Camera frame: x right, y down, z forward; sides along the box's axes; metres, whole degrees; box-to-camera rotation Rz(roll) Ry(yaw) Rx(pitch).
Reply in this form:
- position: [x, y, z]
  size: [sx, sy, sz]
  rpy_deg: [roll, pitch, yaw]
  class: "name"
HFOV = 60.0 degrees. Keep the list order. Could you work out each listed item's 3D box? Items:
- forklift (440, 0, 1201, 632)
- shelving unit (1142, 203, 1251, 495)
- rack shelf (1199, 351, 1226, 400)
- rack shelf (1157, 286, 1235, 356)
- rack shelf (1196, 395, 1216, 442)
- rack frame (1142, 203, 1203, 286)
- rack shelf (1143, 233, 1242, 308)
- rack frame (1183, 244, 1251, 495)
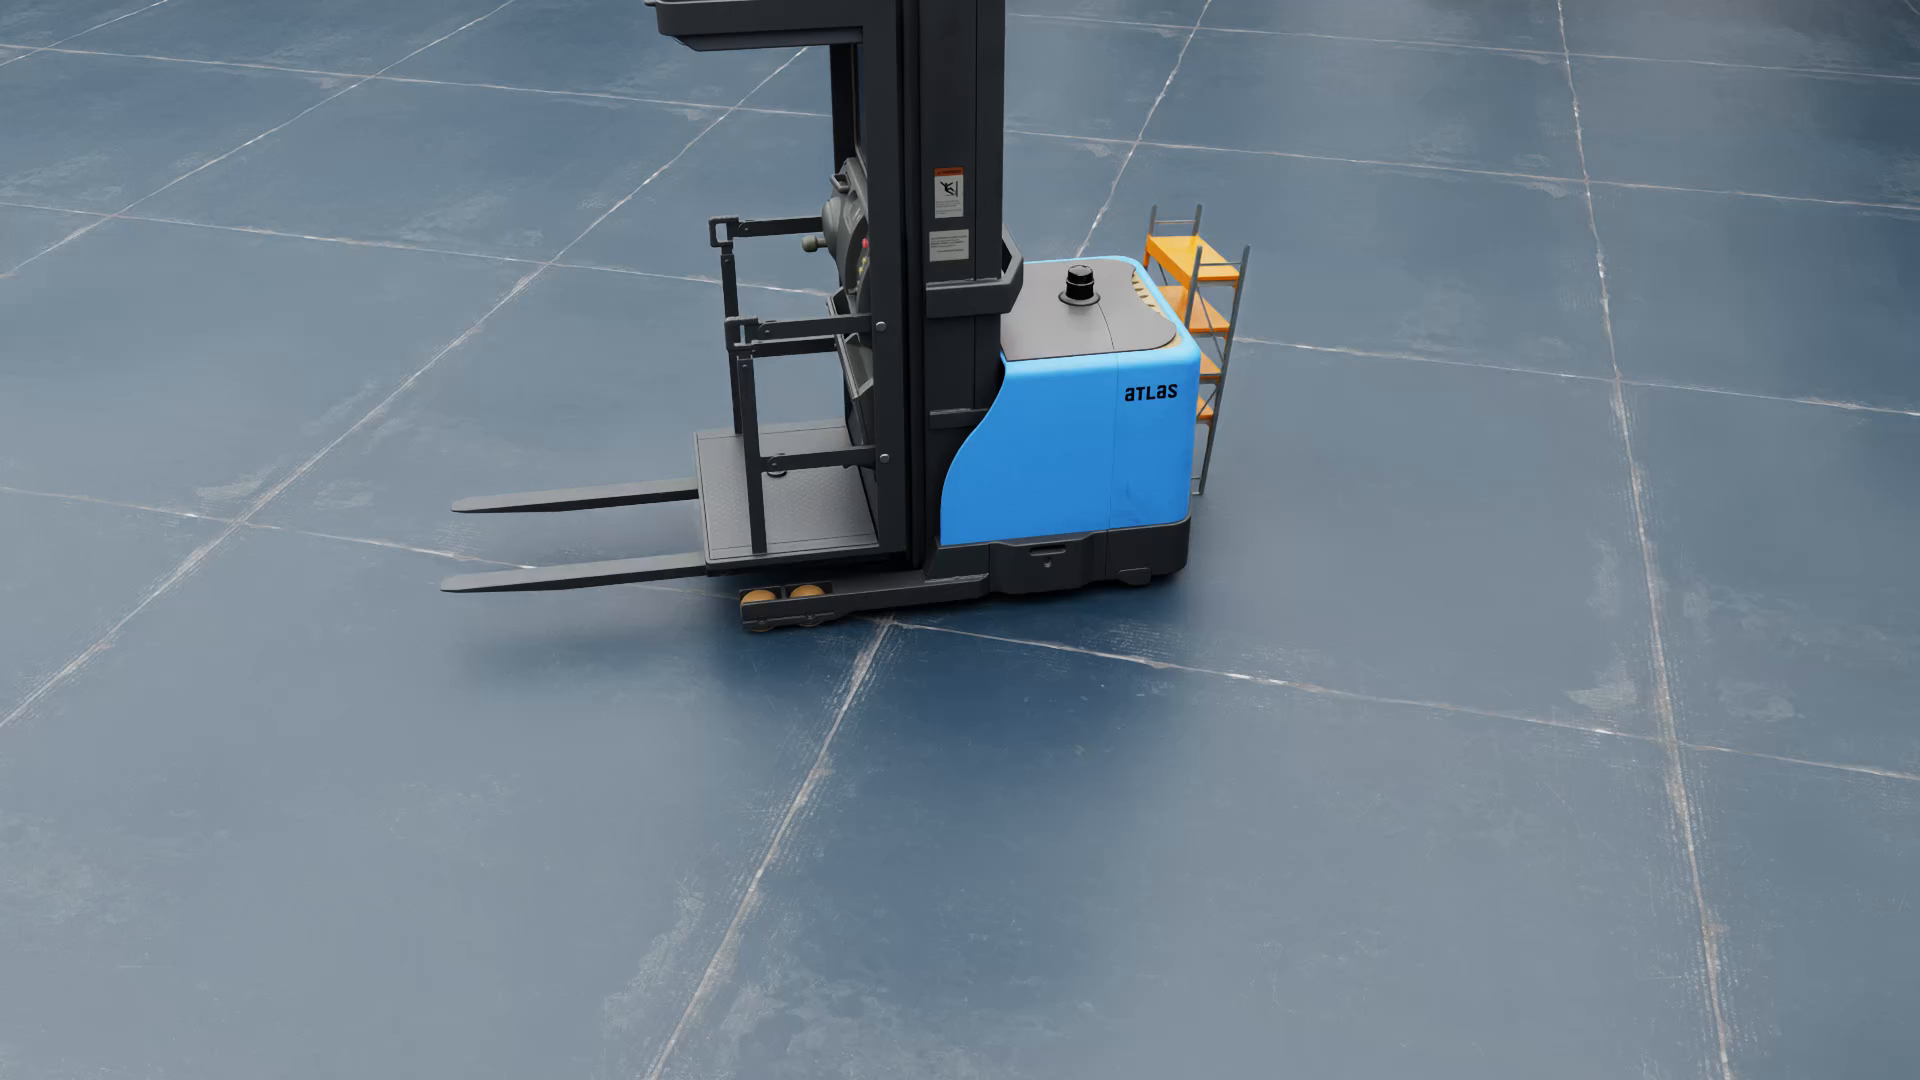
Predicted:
- position: [-0.614, -1.176, 6.368]
  size: [3.031, 2.935, 1.130]
  rpy_deg: [-6, 33, -9]
  class: "forklift"
- position: [0.974, -0.840, 7.432]
  size: [0.258, 1.200, 0.503]
  rpy_deg: [-5, 32, -17]
  class: "shelving unit"
- position: [0.968, -0.782, 7.467]
  size: [0.258, 0.148, 0.480]
  rpy_deg: [-5, 32, -17]
  class: "rack shelf"
- position: [0.989, -0.973, 7.352]
  size: [0.258, 0.148, 0.480]
  rpy_deg: [-5, 32, -17]
  class: "rack shelf"
- position: [0.951, -0.613, 7.568]
  size: [0.258, 0.148, 0.480]
  rpy_deg: [-5, 32, -17]
  class: "rack shelf"
- position: [0.903, -0.965, 7.629]
  size: [0.240, 1.200, 0.015]
  rpy_deg: [-5, 32, -17]
  class: "rack frame"
- position: [1.010, -1.176, 7.231]
  size: [0.258, 0.148, 0.480]
  rpy_deg: [-5, 32, -17]
  class: "rack shelf"
- position: [1.046, -0.714, 7.236]
  size: [0.240, 1.200, 0.015]
  rpy_deg: [-5, 32, -17]
  class: "rack frame"
